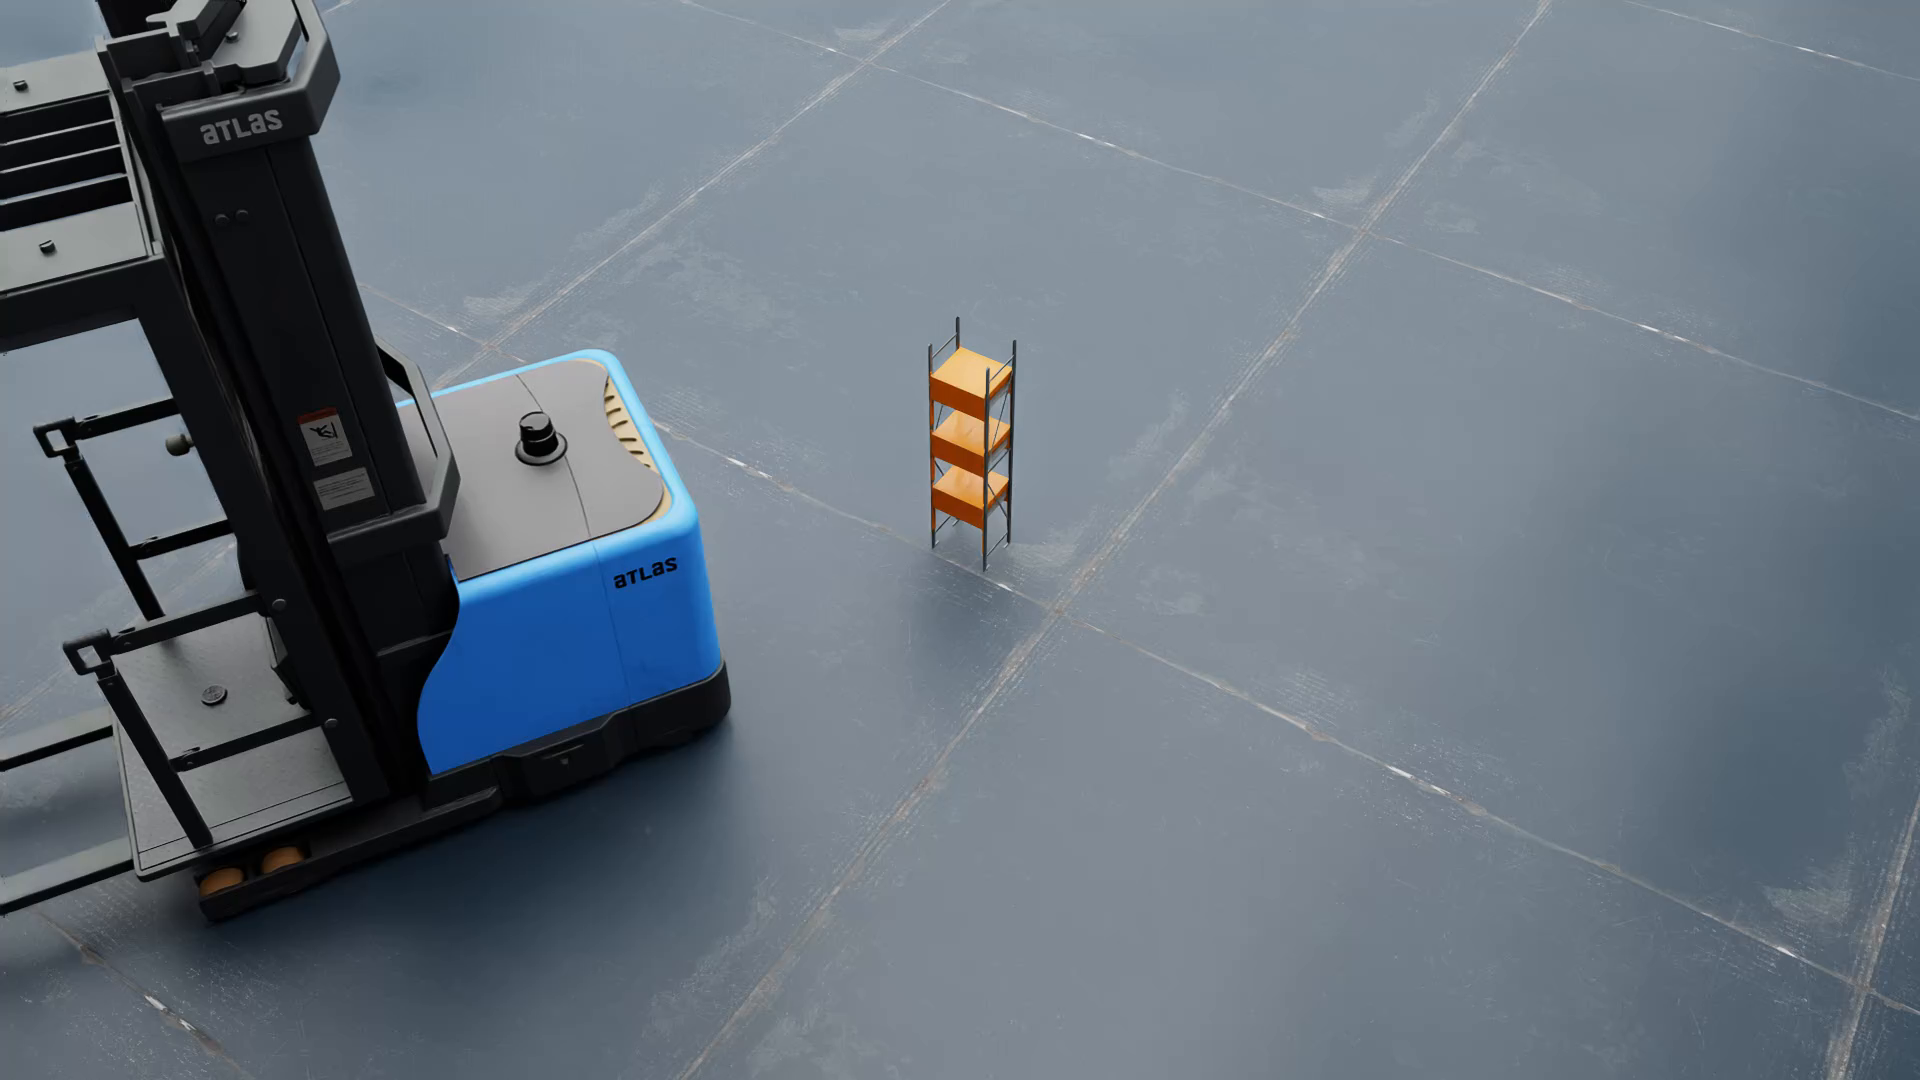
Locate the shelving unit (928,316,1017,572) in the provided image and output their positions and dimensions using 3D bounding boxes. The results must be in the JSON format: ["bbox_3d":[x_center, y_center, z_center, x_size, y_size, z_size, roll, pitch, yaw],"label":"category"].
[{"bbox_3d":[0.045,-0.345,6.353,0.252,1.050,0.215,25,51,22],"label":"shelving unit"}]

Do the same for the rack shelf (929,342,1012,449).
[{"bbox_3d":[0.045,-0.536,6.157,0.240,0.259,0.215,25,51,22],"label":"rack shelf"}]

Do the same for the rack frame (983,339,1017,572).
[{"bbox_3d":[0.148,-0.298,6.307,0.008,1.050,0.200,25,51,22],"label":"rack frame"}]

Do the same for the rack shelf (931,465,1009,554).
[{"bbox_3d":[0.045,-0.144,6.560,0.240,0.259,0.215,25,51,22],"label":"rack shelf"}]

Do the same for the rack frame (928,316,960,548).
[{"bbox_3d":[-0.058,-0.392,6.399,0.008,1.050,0.200,25,51,22],"label":"rack frame"}]

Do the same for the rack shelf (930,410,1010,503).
[{"bbox_3d":[0.045,-0.338,6.361,0.240,0.259,0.215,25,51,22],"label":"rack shelf"}]

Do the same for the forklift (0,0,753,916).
[{"bbox_3d":[-2.317,-0.234,4.933,3.031,2.935,1.130,-19,49,-18],"label":"forklift"}]
